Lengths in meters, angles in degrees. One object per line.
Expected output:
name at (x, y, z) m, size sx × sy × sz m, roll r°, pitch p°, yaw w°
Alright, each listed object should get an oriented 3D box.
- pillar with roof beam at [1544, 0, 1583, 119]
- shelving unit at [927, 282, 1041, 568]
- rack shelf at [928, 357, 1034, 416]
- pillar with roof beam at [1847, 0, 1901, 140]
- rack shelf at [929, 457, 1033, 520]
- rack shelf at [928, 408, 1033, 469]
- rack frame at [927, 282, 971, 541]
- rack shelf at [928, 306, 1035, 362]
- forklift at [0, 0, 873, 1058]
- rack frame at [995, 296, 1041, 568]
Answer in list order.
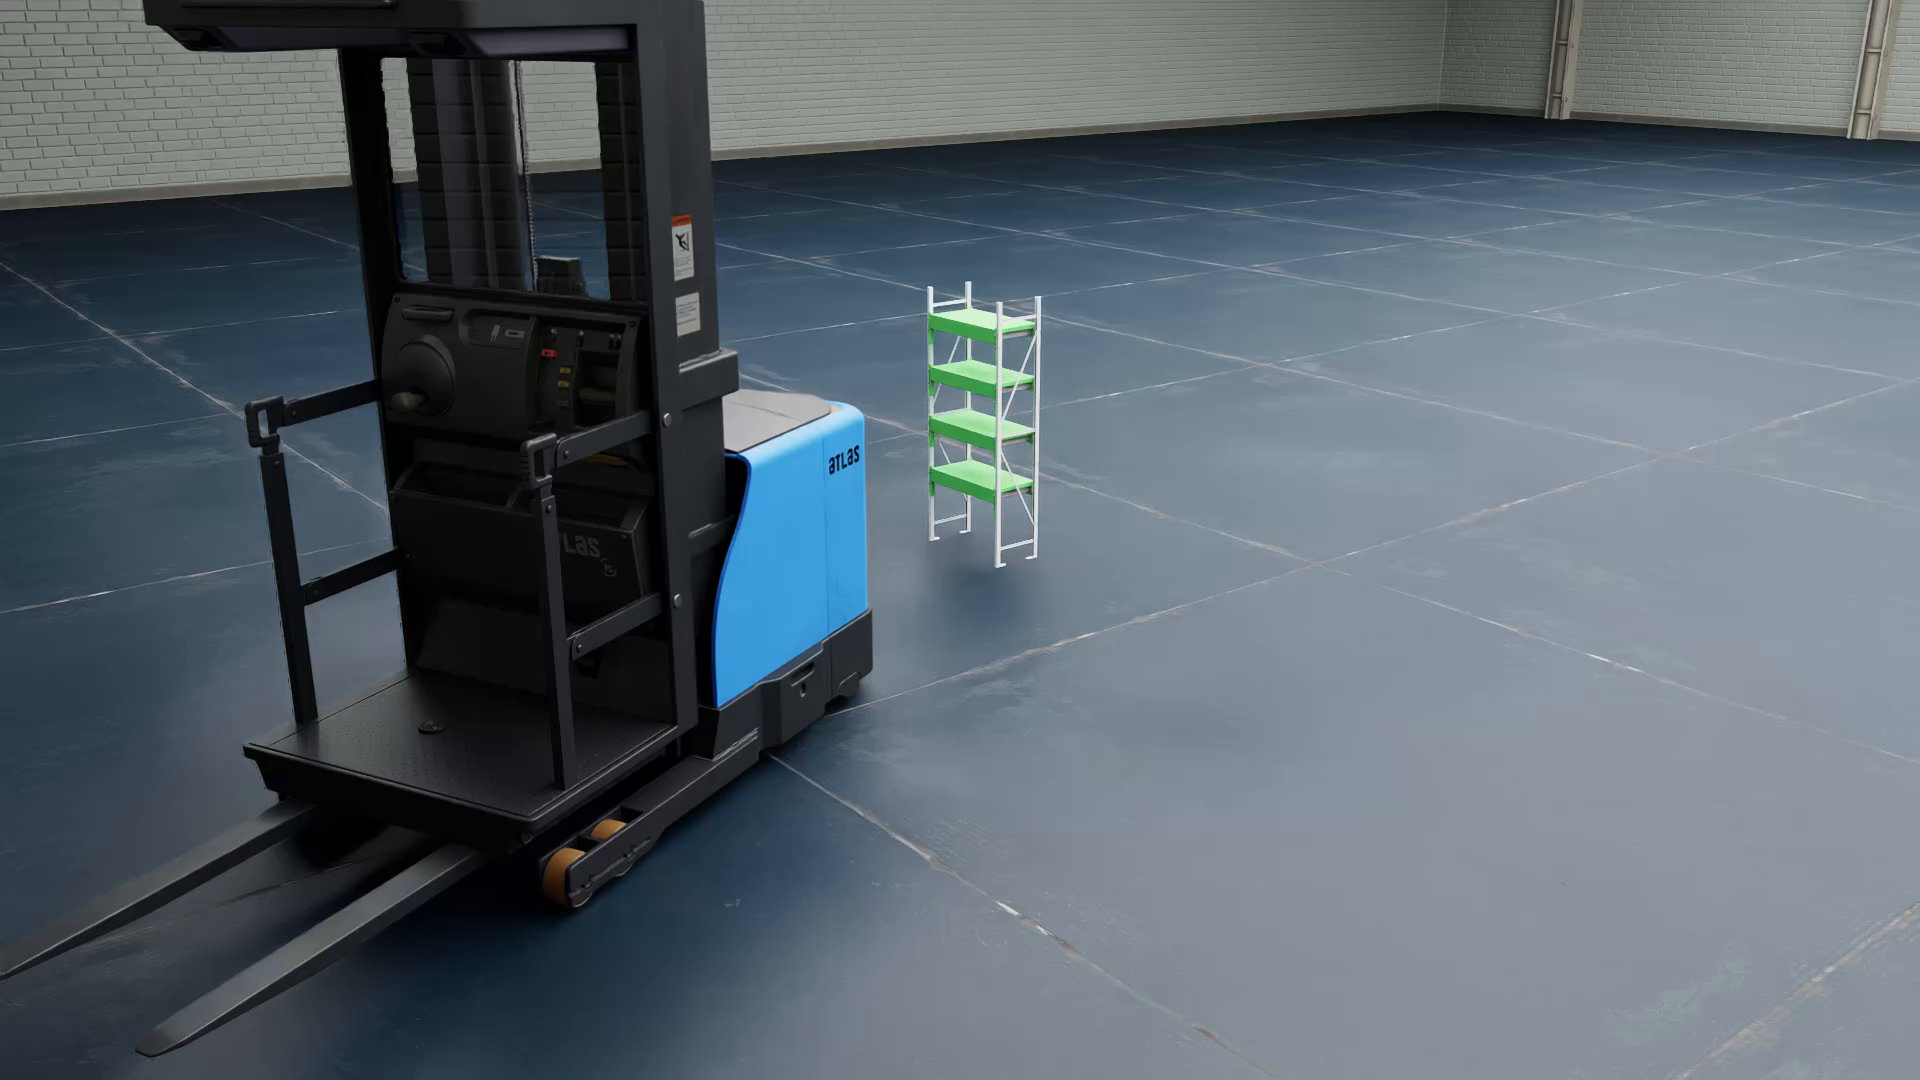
pillar with roof beam at (8.670, -11.932, 29.582) m, size 9.100 × 9.000 × 0.400 m, roll -14°, pitch 23°, yaw -36°
shelving unit at (0.103, -0.529, 7.551) m, size 0.258 × 1.200 × 0.503 m, roll -14°, pitch 23°, yaw -36°
rack shelf at (0.103, -0.696, 7.495) m, size 0.258 × 0.148 × 0.480 m, roll -14°, pitch 23°, yaw -36°
pillar with roof beam at (12.395, -10.454, 25.117) m, size 9.100 × 9.000 × 0.400 m, roll -14°, pitch 23°, yaw -36°
rack shelf at (0.103, -0.240, 7.646) m, size 0.258 × 0.148 × 0.480 m, roll -14°, pitch 23°, yaw -36°
rack shelf at (0.103, -0.468, 7.571) m, size 0.258 × 0.148 × 0.480 m, roll -14°, pitch 23°, yaw -36°
rack frame at (-0.049, -0.589, 7.732) m, size 0.240 × 1.200 × 0.015 m, roll -14°, pitch 23°, yaw -36°
rack shelf at (0.103, -0.924, 7.420) m, size 0.258 × 0.148 × 0.480 m, roll -14°, pitch 23°, yaw -36°
forklift at (-1.426, -0.507, 4.730) m, size 1.130 × 2.935 × 3.031 m, roll 9°, pitch 20°, yaw 25°
rack frame at (0.254, -0.469, 7.369) m, size 0.240 × 1.200 × 0.015 m, roll -14°, pitch 23°, yaw -36°
